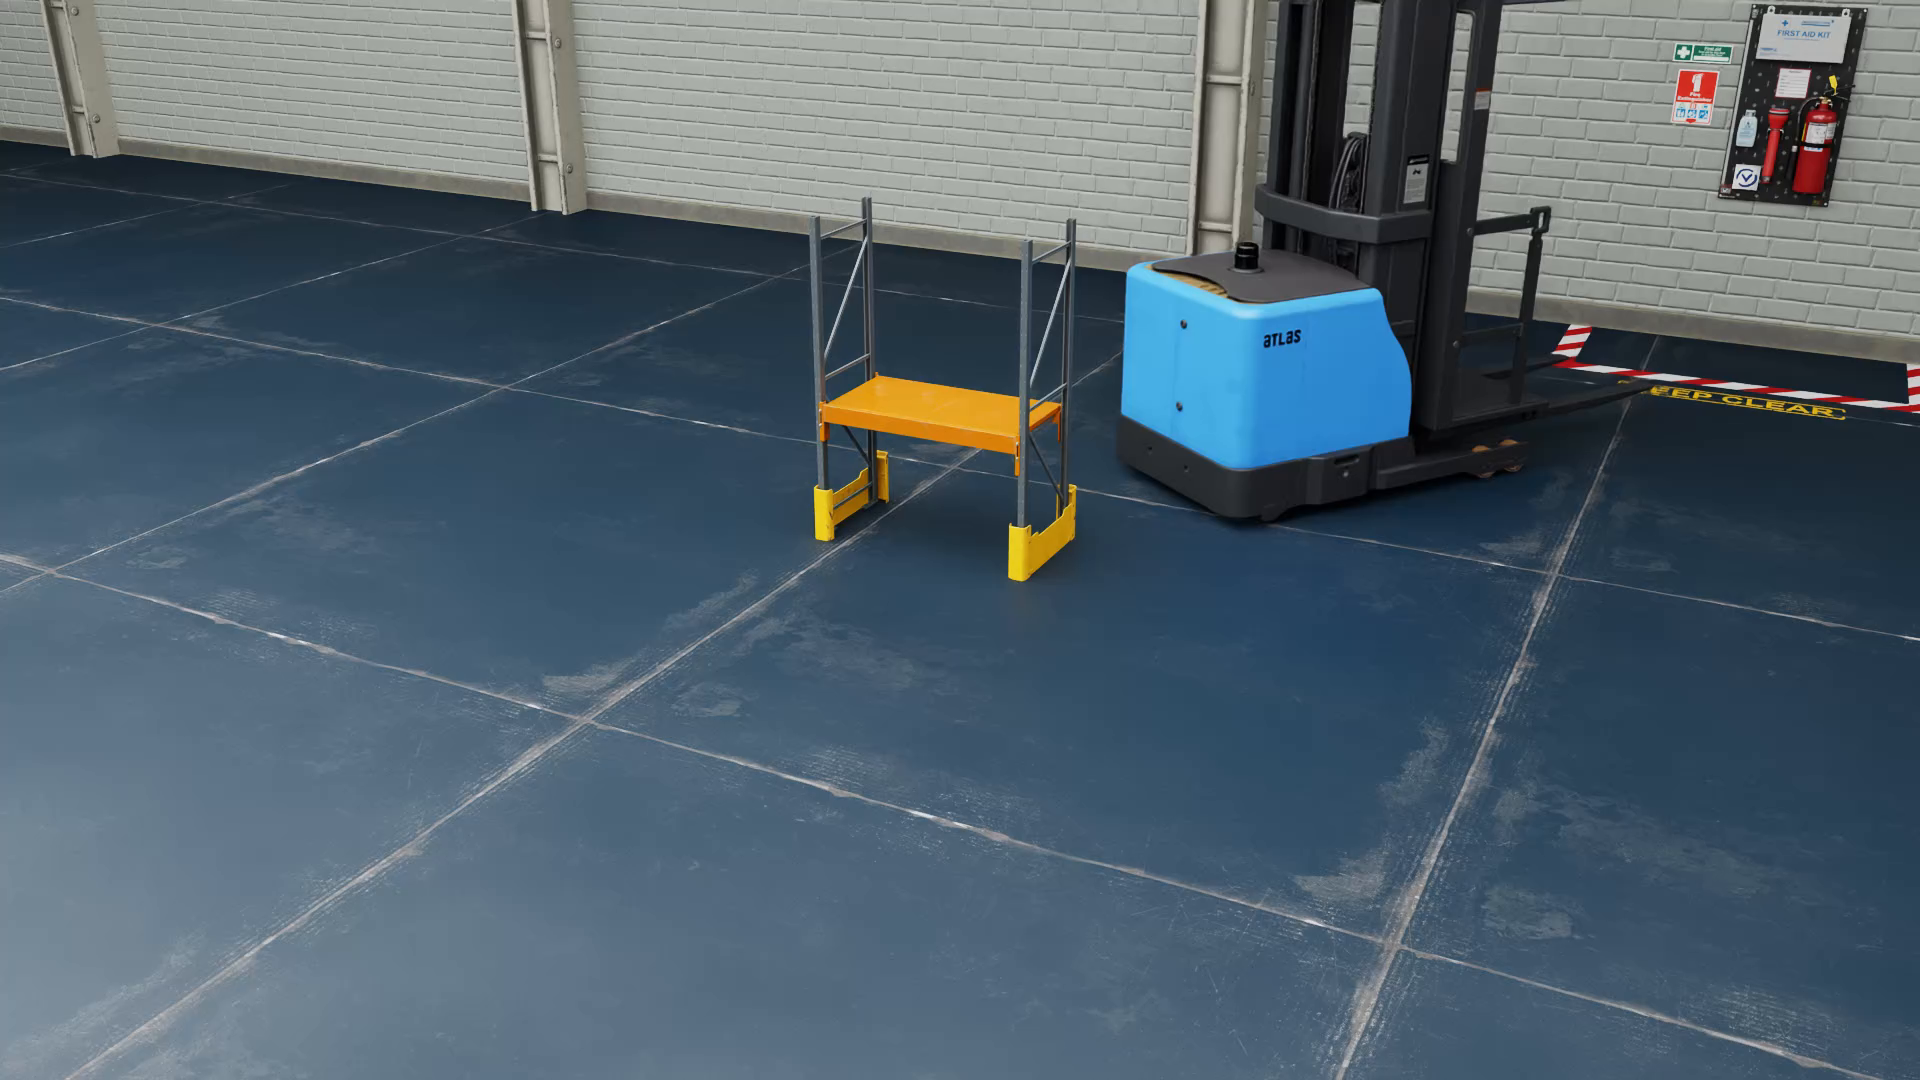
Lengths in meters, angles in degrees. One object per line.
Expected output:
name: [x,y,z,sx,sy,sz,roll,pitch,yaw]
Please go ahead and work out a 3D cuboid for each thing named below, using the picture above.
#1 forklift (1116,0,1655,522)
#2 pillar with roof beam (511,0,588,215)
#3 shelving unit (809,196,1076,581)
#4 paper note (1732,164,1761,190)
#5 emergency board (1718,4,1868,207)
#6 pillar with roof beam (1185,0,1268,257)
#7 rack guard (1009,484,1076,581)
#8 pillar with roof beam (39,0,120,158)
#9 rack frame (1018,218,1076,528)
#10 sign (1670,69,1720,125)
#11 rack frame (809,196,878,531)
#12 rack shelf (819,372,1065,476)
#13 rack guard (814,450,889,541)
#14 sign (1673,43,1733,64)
forklift: [2.352,-1.831,8.311,3.031,2.935,1.130,-12,26,-26]
pillar with roof beam: [-5.440,-5.535,9.266,0.400,9.000,9.100,11,25,25]
shelving unit: [-0.068,-0.704,7.488,1.083,1.500,0.587,11,25,25]
paper note: [4.897,-2.258,10.353,0.142,0.148,0.016,11,25,25]
emergency board: [5.024,-2.608,10.050,0.643,1.169,0.194,11,25,25]
pillar with roof beam: [-0.085,-4.475,6.774,0.400,9.000,9.100,11,25,25]
rack guard: [0.376,-0.041,7.526,0.087,0.250,0.587,11,25,25]
pillar with roof beam: [-10.794,-6.594,11.757,0.400,9.000,9.100,11,25,25]
rack frame: [0.378,-0.615,7.281,0.032,1.500,0.500,11,25,25]
sign: [4.577,-2.758,10.357,0.234,0.329,0.001,11,25,25]
rack frame: [-0.530,-0.795,7.703,0.032,1.500,0.500,11,25,25]
rack shelf: [-0.076,-0.540,7.562,1.000,0.185,0.538,11,25,25]
rack guard: [-0.512,-0.216,7.940,0.087,0.250,0.587,11,25,25]
sign: [4.577,-2.998,10.244,0.331,0.109,0.001,11,25,25]
